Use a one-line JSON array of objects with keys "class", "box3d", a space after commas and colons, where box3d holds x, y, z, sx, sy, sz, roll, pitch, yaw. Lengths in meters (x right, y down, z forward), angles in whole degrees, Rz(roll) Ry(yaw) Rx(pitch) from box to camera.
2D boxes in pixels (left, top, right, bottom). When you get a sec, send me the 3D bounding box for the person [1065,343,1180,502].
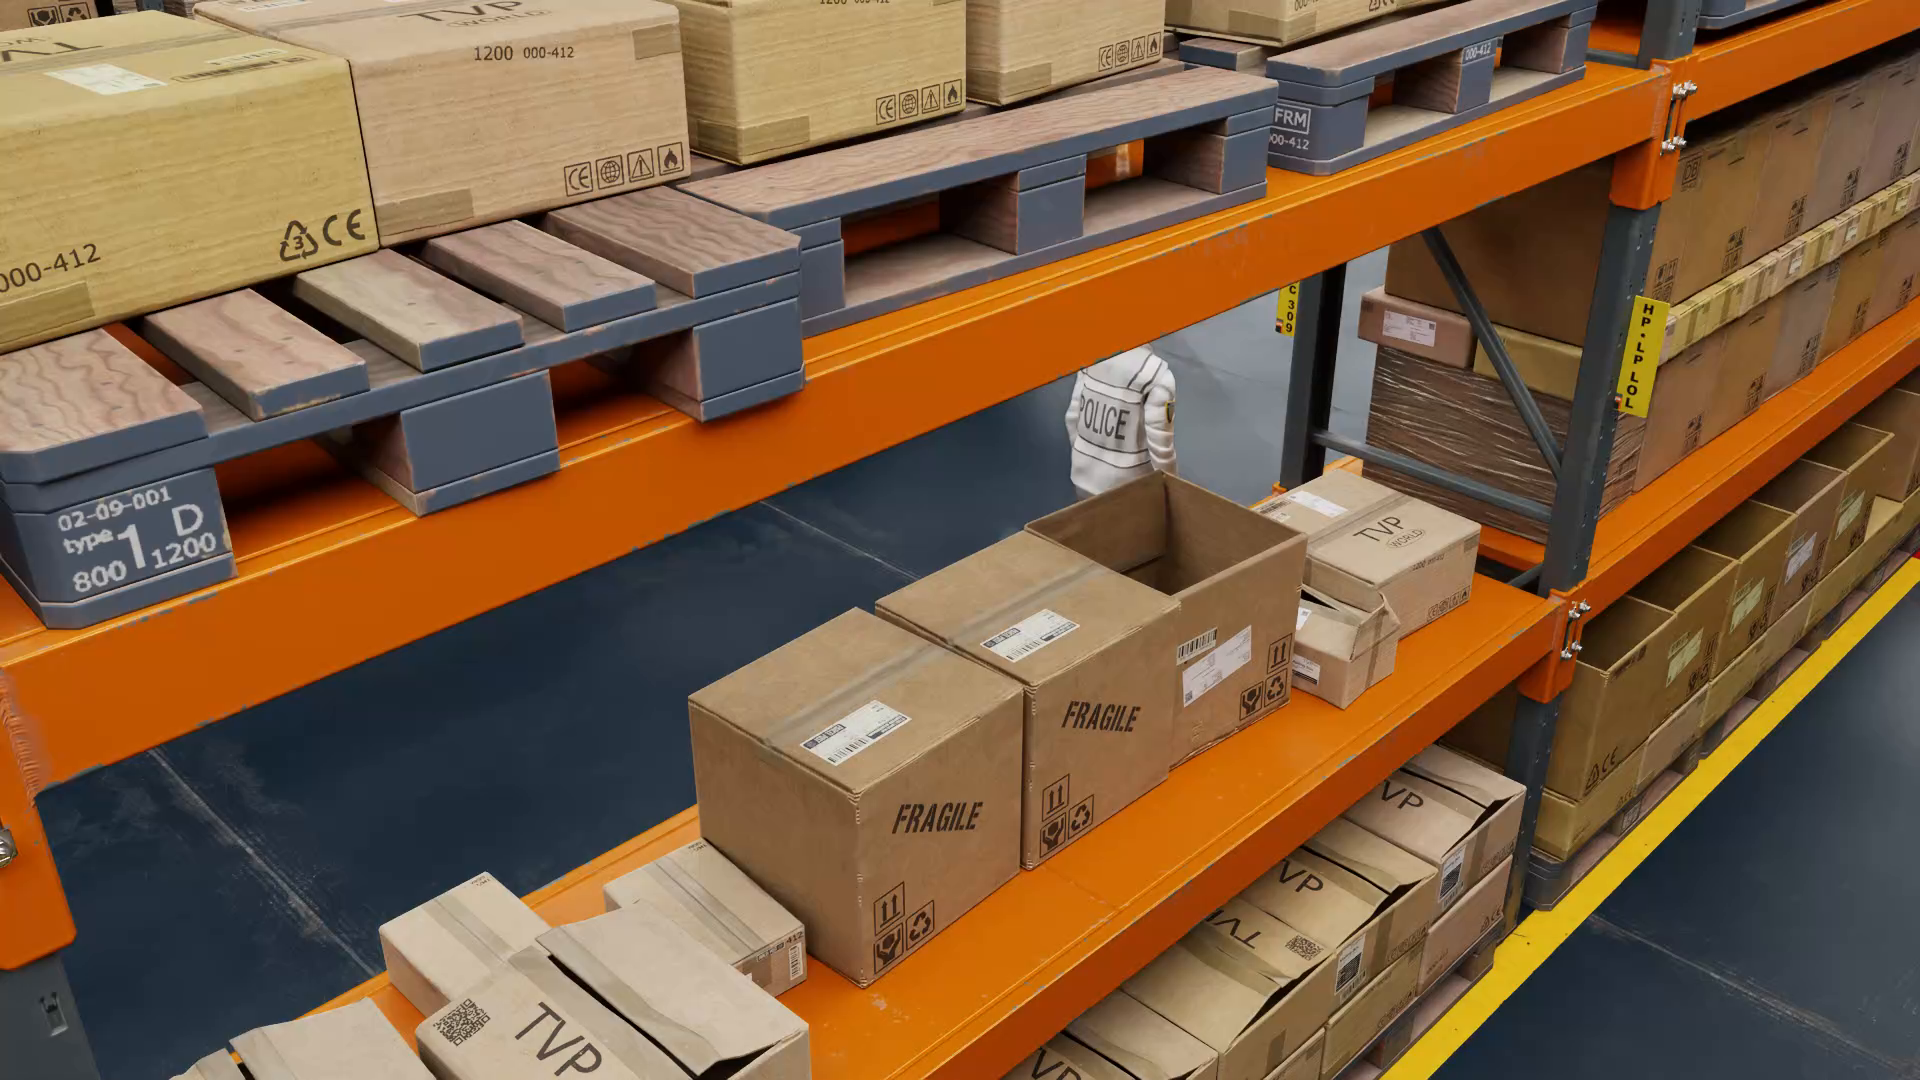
[{"class": "person", "box3d": [0.640, -0.211, 6.515, 0.371, 1.664, 0.529, -24, 36, -38]}]
